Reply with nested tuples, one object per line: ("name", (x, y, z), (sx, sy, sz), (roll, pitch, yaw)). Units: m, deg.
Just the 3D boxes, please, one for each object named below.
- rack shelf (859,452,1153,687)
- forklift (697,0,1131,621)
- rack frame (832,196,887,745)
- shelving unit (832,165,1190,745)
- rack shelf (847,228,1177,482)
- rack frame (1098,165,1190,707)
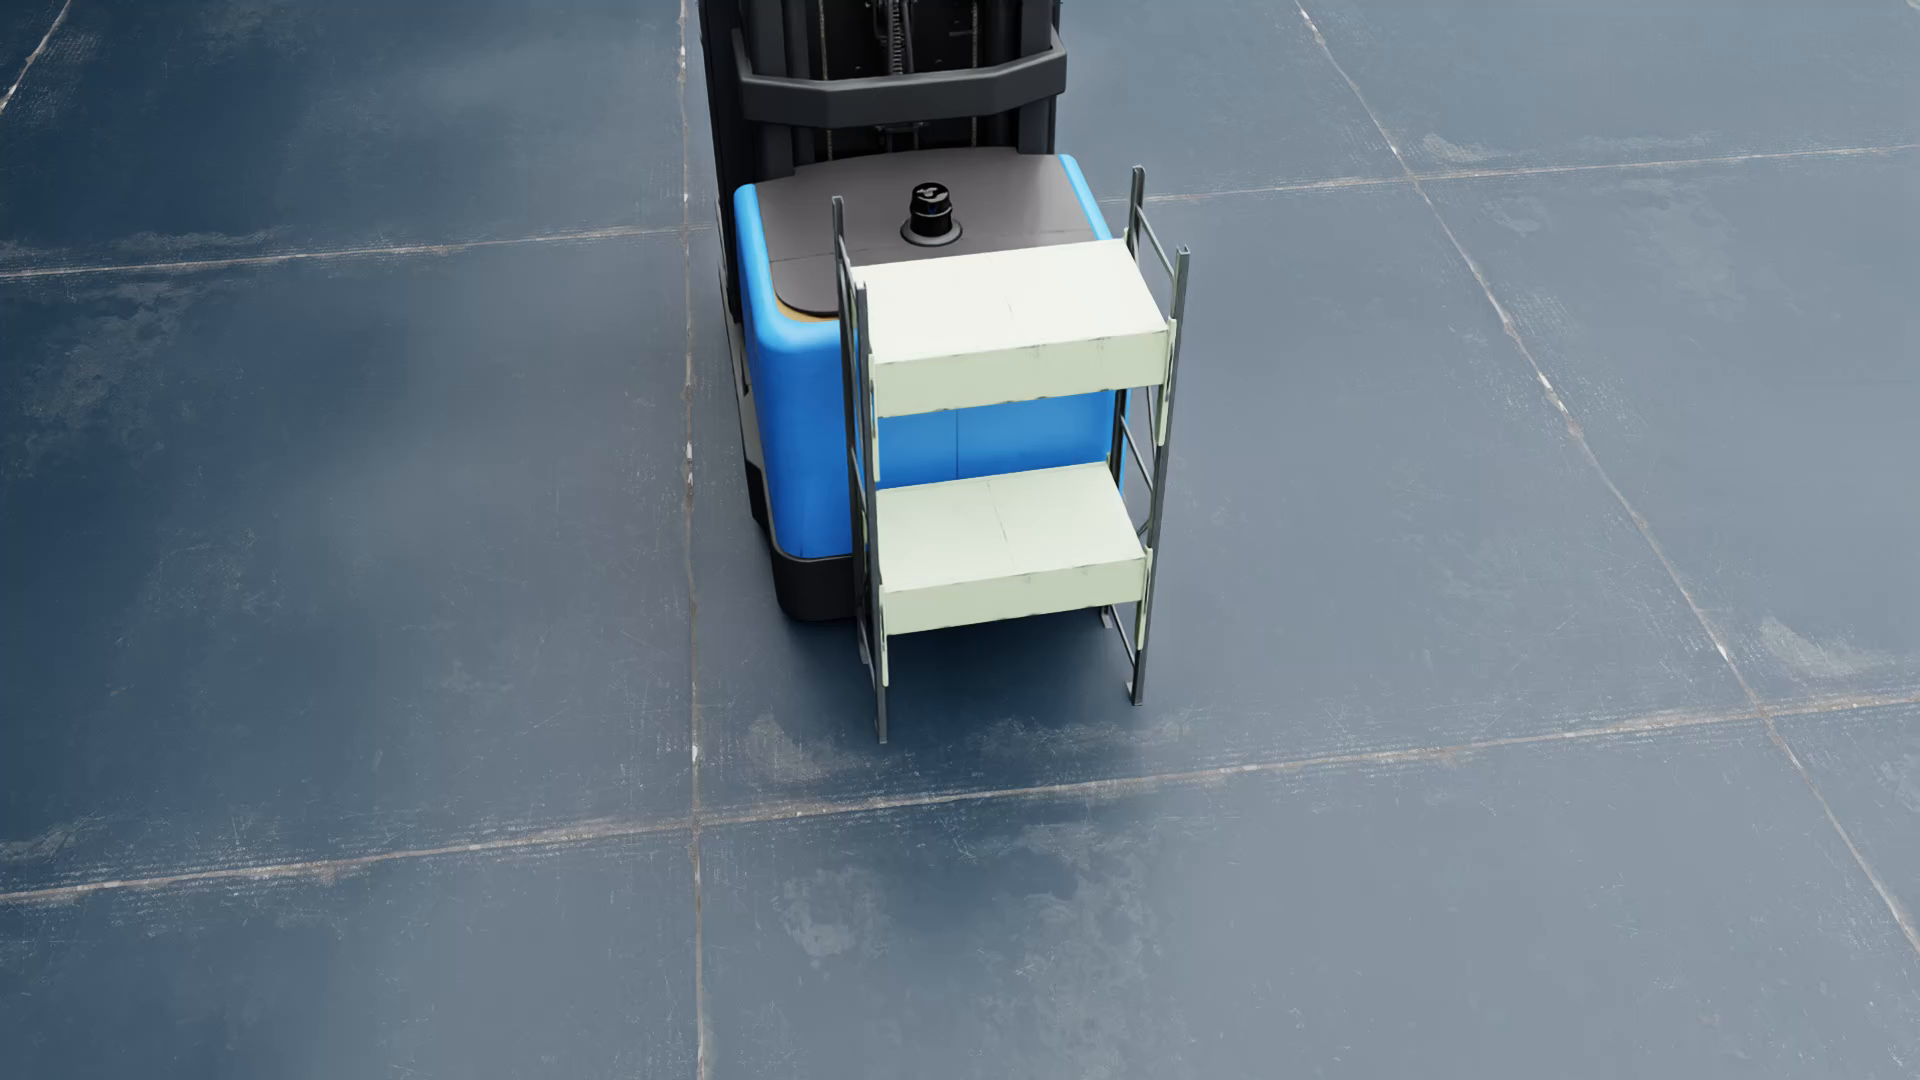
("rack shelf", (0.108, 0.075, 4.534), (0.720, 0.370, 0.431), (-8, 43, -8))
("forklift", (-0.284, -1.845, 5.107), (1.130, 2.935, 3.031), (-7, 43, -8))
("rack frame", (-0.251, -0.120, 4.263), (0.023, 1.500, 0.400), (-8, 43, -8))
("shelving unit", (0.108, -0.167, 4.316), (0.755, 1.500, 0.431), (-8, 43, -8))
("rack shelf", (0.108, -0.457, 4.054), (0.720, 0.370, 0.431), (-8, 43, -8))
("rack frame", (0.467, -0.215, 4.369), (0.023, 1.500, 0.400), (-8, 43, -8))
